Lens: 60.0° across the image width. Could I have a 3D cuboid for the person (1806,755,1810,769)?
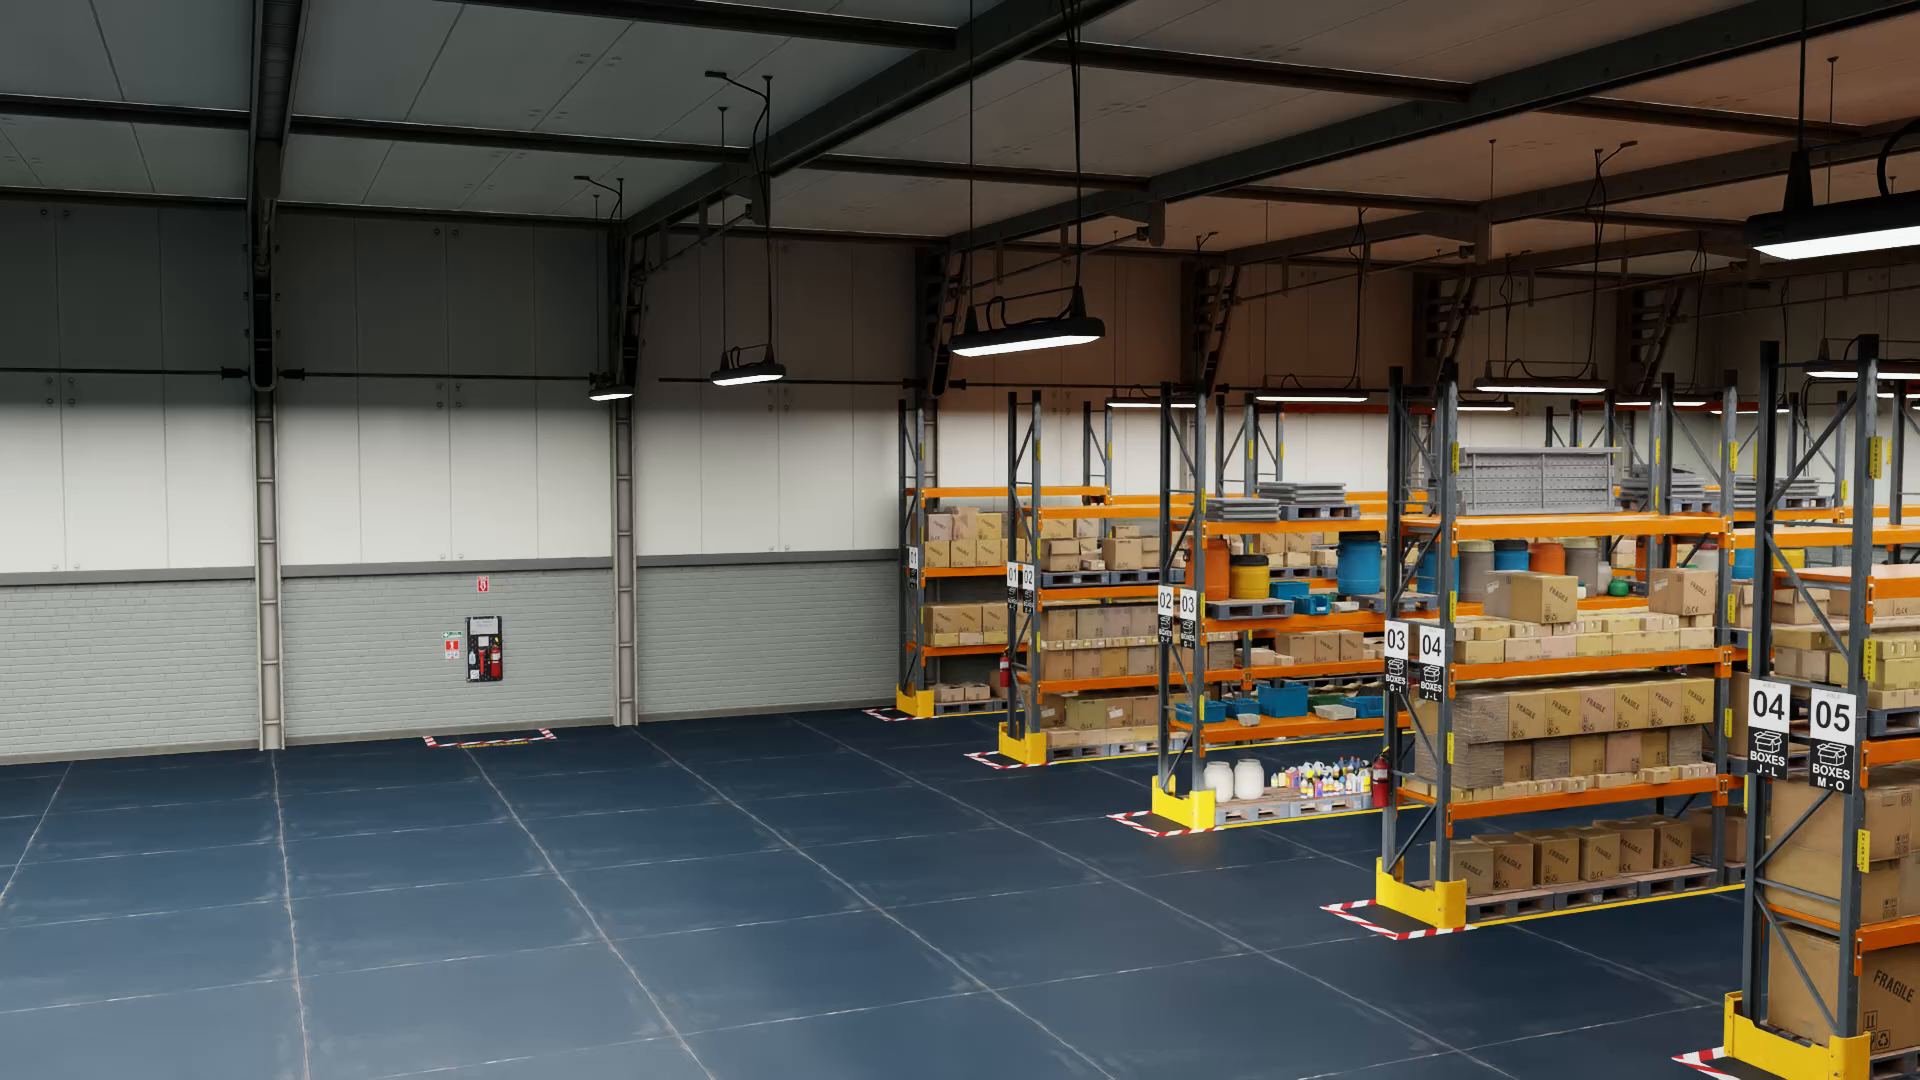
[{"bbox_3d":[9.562,3.196,18.575,1.098,1.728,0.685,-2,4,-26],"label":"person"}]
